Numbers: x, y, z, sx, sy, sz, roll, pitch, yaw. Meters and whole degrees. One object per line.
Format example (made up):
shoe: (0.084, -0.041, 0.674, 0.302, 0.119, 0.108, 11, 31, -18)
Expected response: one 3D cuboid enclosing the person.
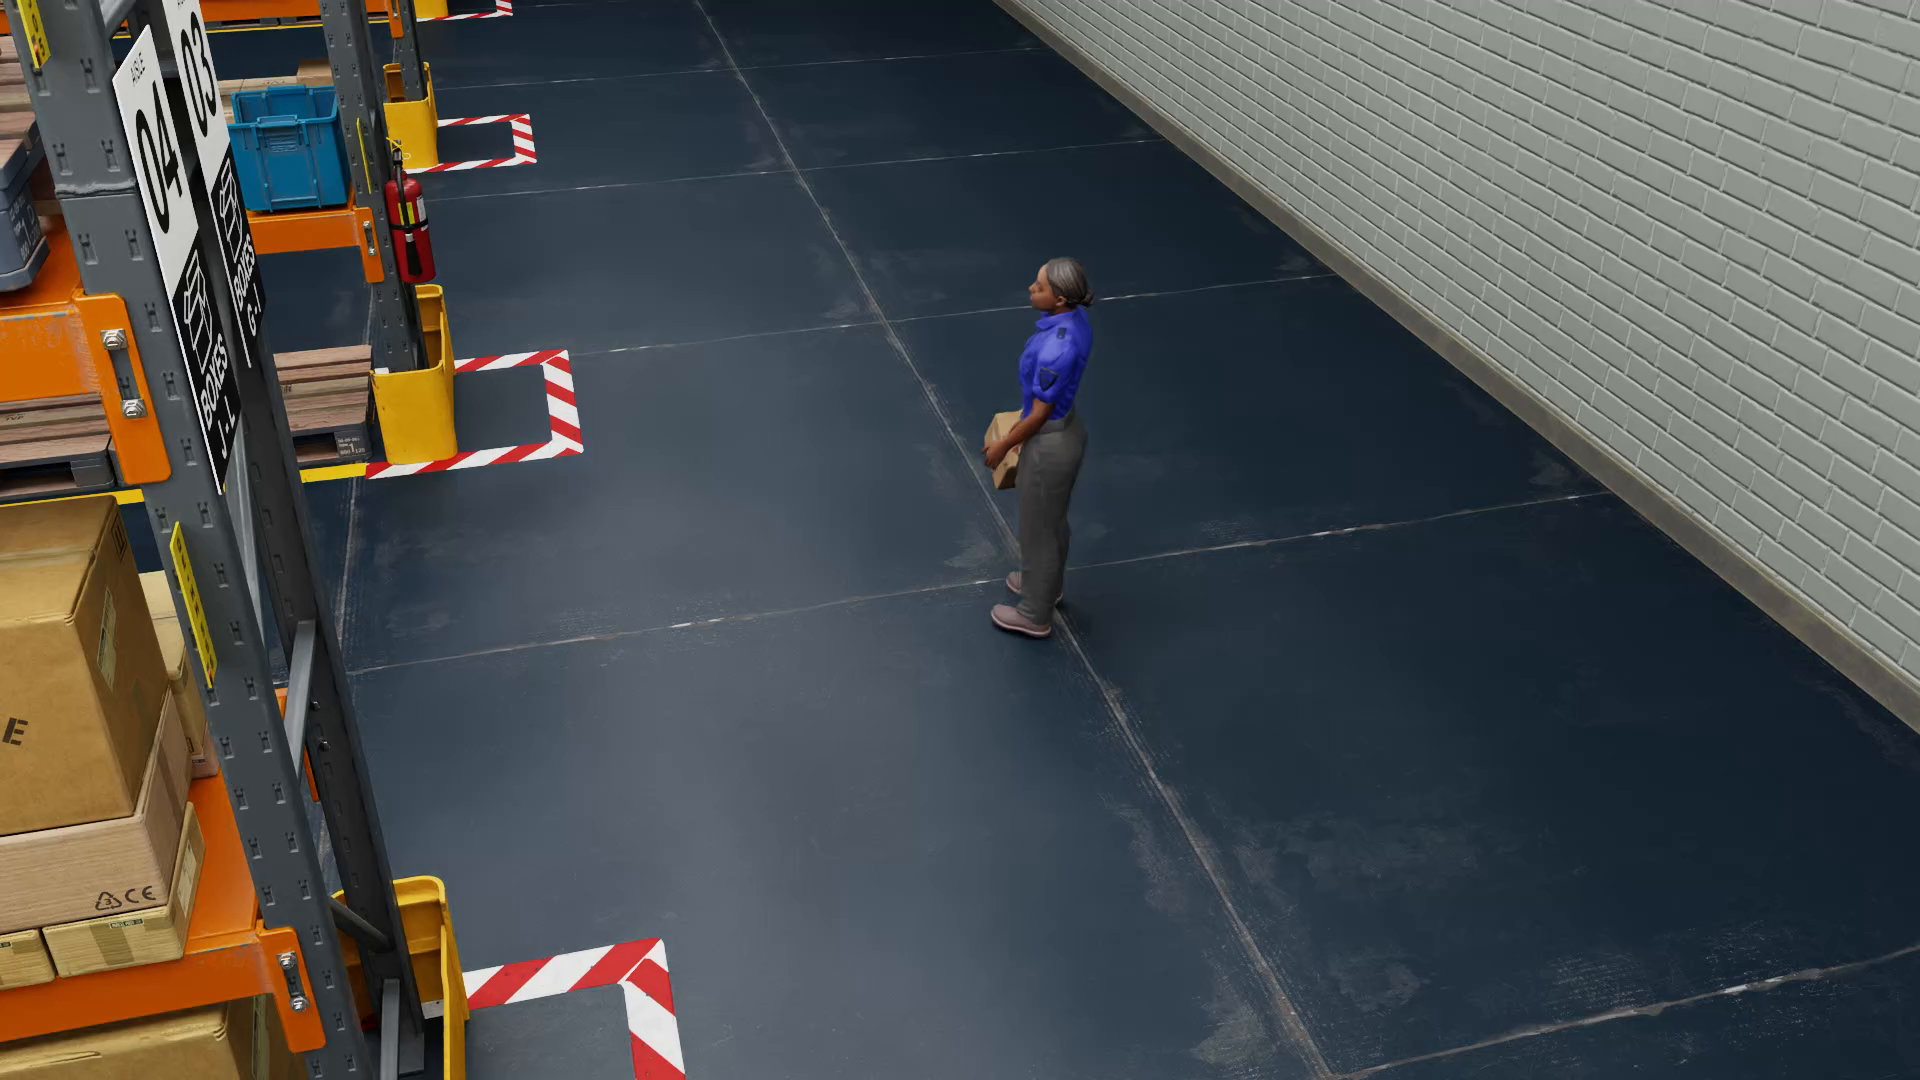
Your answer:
person: (0.318, -0.393, 6.777, 0.421, 1.666, 0.536, 6, 31, 10)
